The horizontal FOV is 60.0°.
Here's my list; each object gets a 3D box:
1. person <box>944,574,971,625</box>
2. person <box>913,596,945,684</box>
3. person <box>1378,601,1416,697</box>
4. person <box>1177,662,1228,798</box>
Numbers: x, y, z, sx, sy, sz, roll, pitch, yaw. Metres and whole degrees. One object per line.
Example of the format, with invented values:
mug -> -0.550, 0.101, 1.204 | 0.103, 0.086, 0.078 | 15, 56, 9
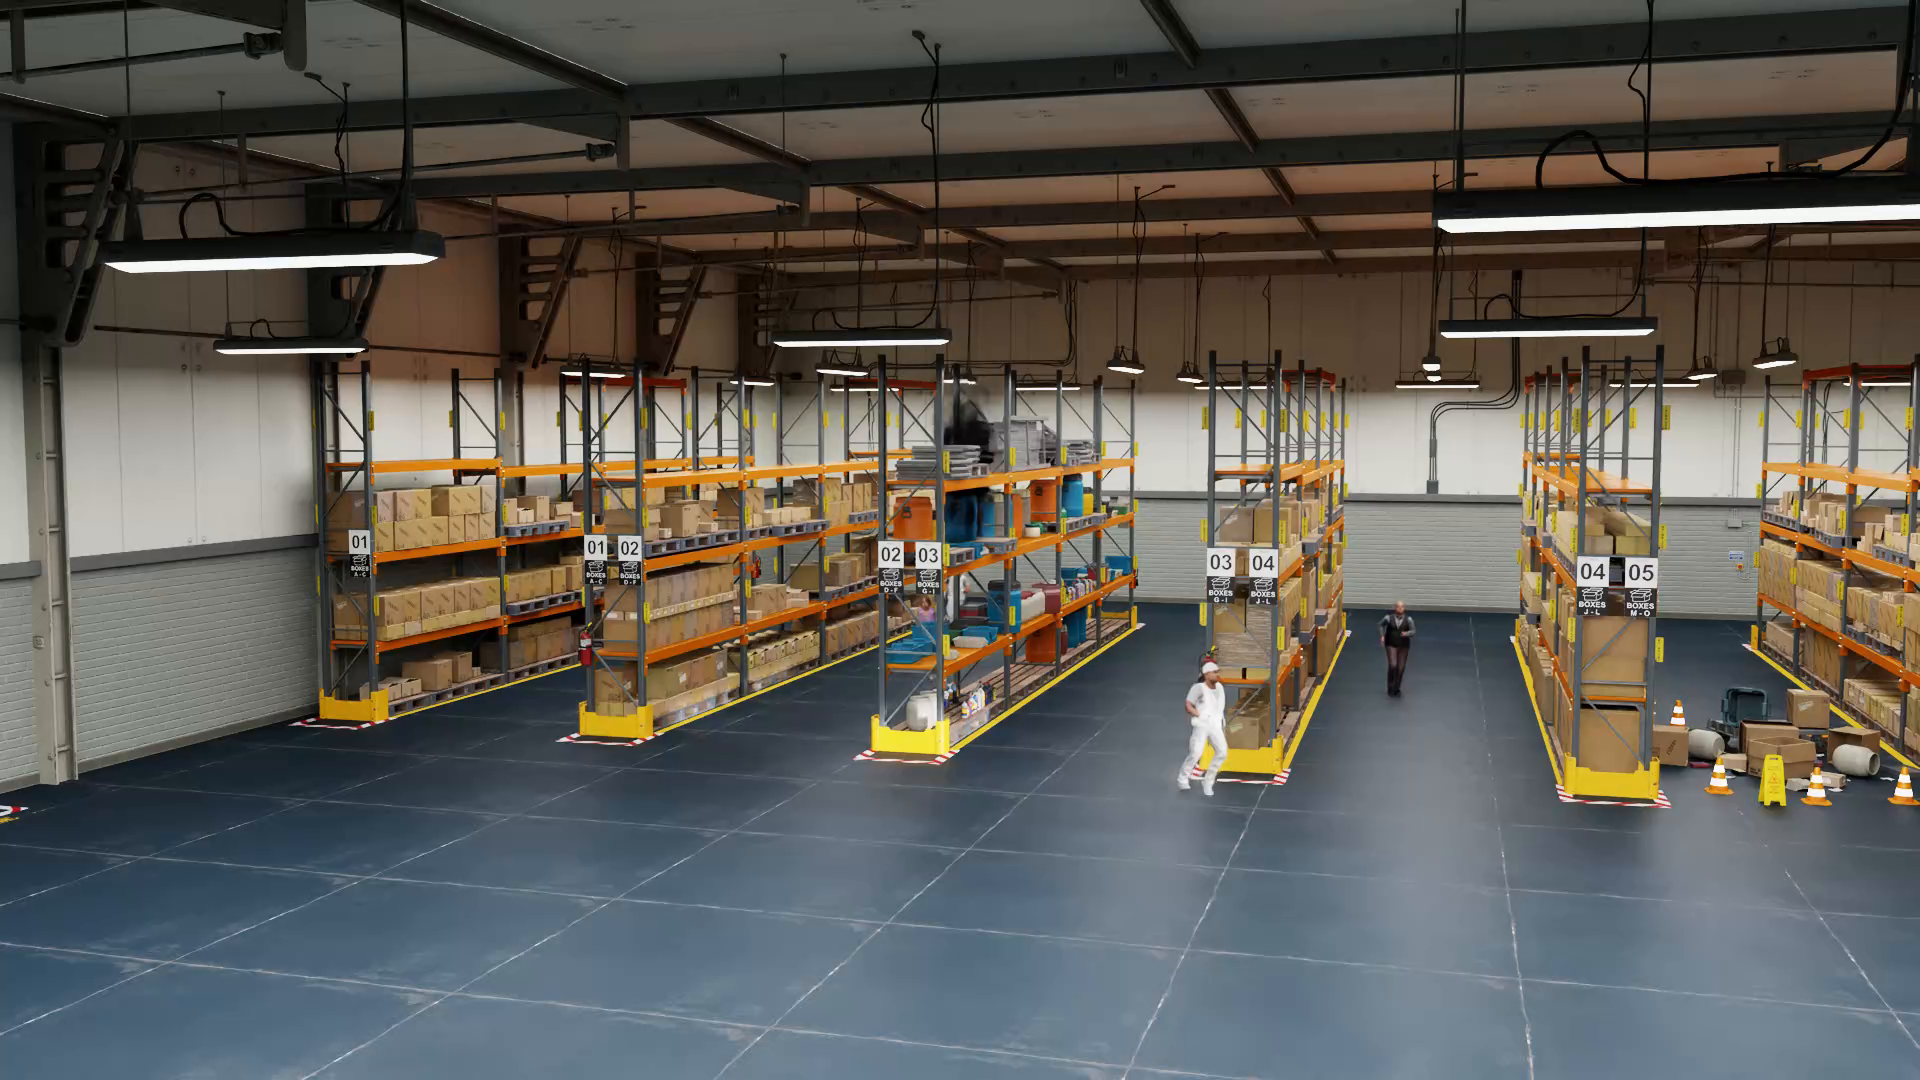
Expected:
person -> -0.090, 1.413, 37.912 | 0.669, 1.816, 0.789 | 0, 4, 7
person -> -0.595, 1.839, 30.633 | 0.510, 1.613, 0.628 | 1, 4, 18
person -> 7.966, 1.984, 30.266 | 0.638, 1.737, 0.678 | 0, 4, 5
person -> 3.320, 2.537, 22.355 | 0.721, 1.779, 0.664 | -2, 5, -29
